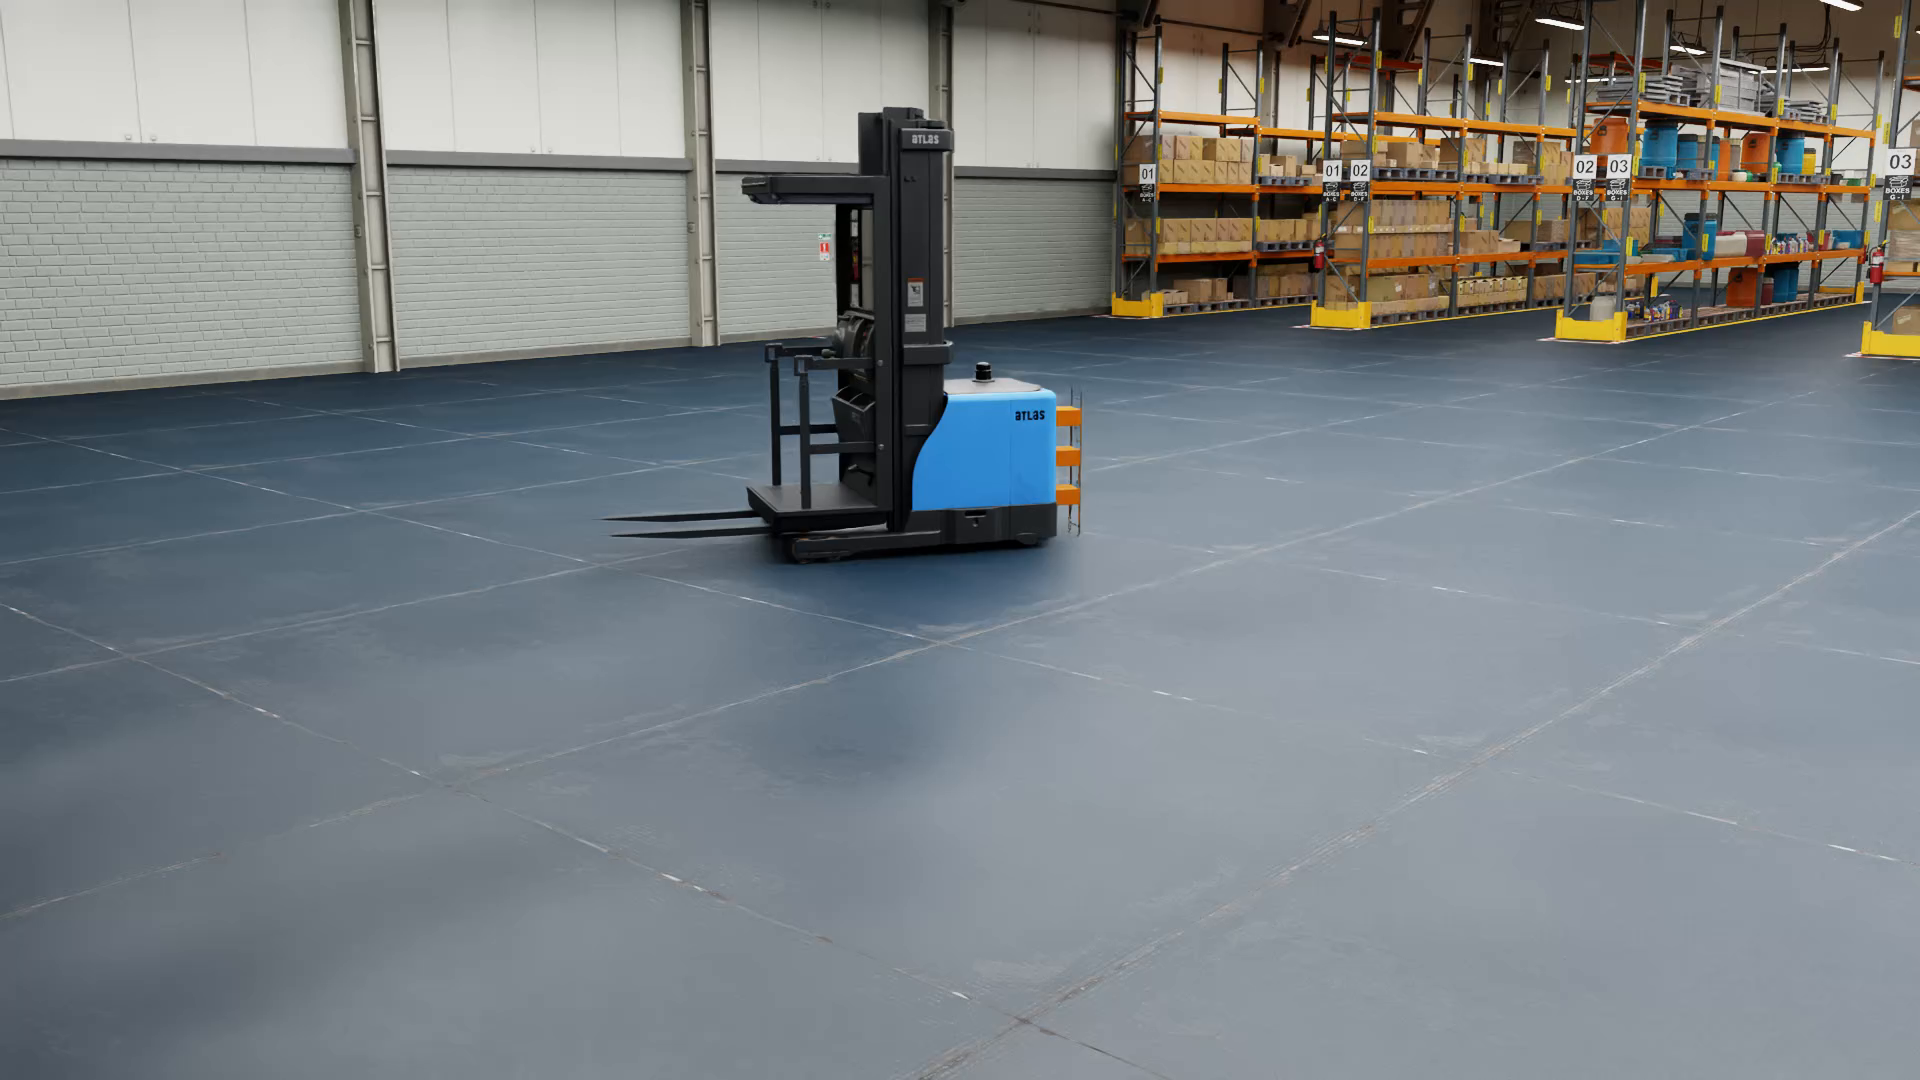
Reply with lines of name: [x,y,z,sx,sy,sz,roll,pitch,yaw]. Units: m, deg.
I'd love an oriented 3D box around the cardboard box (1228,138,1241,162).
cardboard box: [5.945,-8.742,37.305,0.500,0.500,0.500,11,16,43]

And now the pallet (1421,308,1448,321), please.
pallet: [9.595,-4.794,35.176,1.003,0.211,1.213,10,15,40]

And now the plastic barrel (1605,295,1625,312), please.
plastic barrel: [11.937,-4.210,30.412,0.421,0.512,0.421,0,11,0]

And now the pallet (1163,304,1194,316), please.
pallet: [4.401,-5.083,36.624,1.003,0.211,1.213,10,15,40]

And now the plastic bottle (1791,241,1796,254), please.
plastic bottle: [18.471,-6.501,36.918,0.152,0.276,0.135,10,15,40]

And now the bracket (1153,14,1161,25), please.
bracket: [4.141,-11.262,35.930,0.235,0.232,0.430,10,15,40]

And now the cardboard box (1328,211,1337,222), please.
cardboard box: [9.581,-8.112,41.686,0.500,0.250,0.500,10,15,42]

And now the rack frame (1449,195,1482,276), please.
rack frame: [14.349,-8.679,47.505,1.000,3.000,0.127,10,15,40]

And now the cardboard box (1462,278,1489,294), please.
cardboard box: [11.287,-5.584,36.525,0.500,0.311,0.500,9,14,38]

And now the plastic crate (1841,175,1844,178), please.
plastic crate: [21.328,-8.784,40.708,0.497,0.269,0.590,10,15,40]

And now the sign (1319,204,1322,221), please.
sign: [7.113,-6.441,32.740,0.100,0.325,0.005,10,15,40]

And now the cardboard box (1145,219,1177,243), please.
cardboard box: [4.329,-6.660,35.815,0.500,0.500,0.500,10,15,40]

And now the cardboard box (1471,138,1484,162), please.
cardboard box: [10.947,-8.417,35.931,0.500,0.500,0.500,-10,15,-42]

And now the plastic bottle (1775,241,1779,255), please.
plastic bottle: [17.619,-6.301,35.900,0.061,0.283,0.133,10,15,40]

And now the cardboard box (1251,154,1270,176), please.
cardboard box: [6.849,-8.709,38.672,0.500,0.500,0.500,-9,15,-39]

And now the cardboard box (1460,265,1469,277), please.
cardboard box: [13.962,-7.543,47.128,0.700,0.500,0.500,10,15,40]

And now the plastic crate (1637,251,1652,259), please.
plastic crate: [12.762,-5.365,31.456,0.450,0.188,0.662,10,15,40]

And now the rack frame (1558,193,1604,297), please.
rack frame: [15.432,-7.450,41.355,1.000,3.000,0.127,10,15,40]

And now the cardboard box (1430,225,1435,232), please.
cardboard box: [9.625,-6.459,34.480,0.380,0.149,0.250,10,15,40]

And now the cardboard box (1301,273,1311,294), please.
cardboard box: [8.205,-6.318,40.945,0.700,0.500,0.500,10,15,40]

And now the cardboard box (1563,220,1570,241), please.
cardboard box: [14.313,-7.437,39.962,0.700,0.500,0.500,6,13,26]

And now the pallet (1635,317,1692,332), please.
pallet: [13.395,-4.172,32.058,1.003,0.211,1.213,10,15,40]

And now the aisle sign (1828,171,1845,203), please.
aisle sign: [21.616,-8.722,41.083,0.394,0.787,0.004,10,15,40]

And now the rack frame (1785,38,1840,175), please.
rack frame: [19.151,-9.751,37.558,1.000,3.000,0.127,10,15,40]

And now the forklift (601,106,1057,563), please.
forklift: [-0.903,-1.398,11.229,3.031,2.935,1.130,-3,12,-17]

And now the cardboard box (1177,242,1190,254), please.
cardboard box: [4.680,-6.370,36.277,0.500,0.250,0.500,9,15,39]

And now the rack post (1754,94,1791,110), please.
rack post: [16.958,-9.238,35.179,0.954,0.300,0.937,10,15,40]

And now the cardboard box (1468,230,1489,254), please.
cardboard box: [11.349,-6.584,36.764,0.500,0.500,0.500,10,15,40]

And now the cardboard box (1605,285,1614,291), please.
cardboard box: [16.436,-6.439,42.402,0.380,0.166,0.250,10,15,40]

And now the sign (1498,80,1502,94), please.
sign: [12.378,-10.369,38.065,0.100,0.325,0.005,10,15,40]

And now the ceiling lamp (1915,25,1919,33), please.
ceiling lamp: [20.702,-12.129,34.560,0.800,3.185,2.000,10,15,40]

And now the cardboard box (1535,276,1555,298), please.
cardboard box: [13.649,-5.960,39.149,0.500,0.500,0.500,9,14,38]

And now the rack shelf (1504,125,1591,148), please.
rack shelf: [14.112,-9.549,39.403,1.077,0.370,4.000,10,15,40]

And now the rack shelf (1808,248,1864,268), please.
rack shelf: [20.471,-6.751,39.689,1.077,0.370,4.000,10,15,40]

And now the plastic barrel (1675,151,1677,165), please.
plastic barrel: [13.438,-7.326,31.717,0.421,0.512,0.421,0,11,0]

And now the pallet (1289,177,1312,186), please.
pallet: [7.598,-8.522,39.542,1.213,0.211,1.003,10,15,40]

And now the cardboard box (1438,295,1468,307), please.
cardboard box: [10.604,-5.158,35.827,0.500,0.250,0.500,9,15,39]

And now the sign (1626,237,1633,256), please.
sign: [11.640,-5.108,28.920,0.100,0.325,0.005,10,15,40]

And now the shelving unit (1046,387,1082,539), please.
shelving unit: [0.705,-0.548,11.774,0.252,1.050,0.215,-3,12,-17]

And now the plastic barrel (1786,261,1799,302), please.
plastic barrel: [18.779,-5.908,37.920,0.600,0.901,0.708,10,15,40]

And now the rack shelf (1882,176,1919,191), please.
rack shelf: [16.270,-5.816,27.350,1.077,0.370,4.000,10,15,40]

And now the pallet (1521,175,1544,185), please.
pallet: [12.411,-8.129,37.575,1.213,0.211,1.003,11,16,43]

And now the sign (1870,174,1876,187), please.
sign: [22.215,-8.749,40.464,0.100,0.325,0.005,10,15,40]

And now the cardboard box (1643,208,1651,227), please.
cardboard box: [17.653,-8.403,43.315,0.500,0.500,0.500,10,15,42]

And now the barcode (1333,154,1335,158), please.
barcode: [7.348,-7.547,32.699,0.001,0.075,0.075,10,15,40]

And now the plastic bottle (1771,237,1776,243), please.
plastic bottle: [18.648,-6.769,38.071,0.144,0.351,0.185,10,15,40]

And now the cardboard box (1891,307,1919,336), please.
cardboard box: [15.375,-3.473,26.753,0.500,0.500,0.500,-9,14,-37]

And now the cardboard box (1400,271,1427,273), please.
cardboard box: [9.610,-5.471,35.477,0.500,0.500,0.500,10,15,40]

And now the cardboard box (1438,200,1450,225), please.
cardboard box: [9.863,-6.892,34.994,0.700,0.500,0.500,10,15,41]

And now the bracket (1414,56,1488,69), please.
bracket: [13.763,-13.406,46.668,0.076,0.066,4.783,10,15,40]

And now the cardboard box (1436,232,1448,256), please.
cardboard box: [9.863,-6.256,35.121,0.700,0.500,0.500,9,15,39]

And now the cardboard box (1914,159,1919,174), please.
cardboard box: [15.077,-5.905,26.340,0.500,0.250,0.500,10,15,42]

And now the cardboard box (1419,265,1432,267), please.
cardboard box: [12.643,-7.512,45.317,0.380,0.149,0.250,10,15,42]

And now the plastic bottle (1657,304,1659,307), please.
plastic bottle: [13.227,-4.318,31.483,0.061,0.283,0.133,10,15,40]

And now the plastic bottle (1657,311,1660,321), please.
plastic bottle: [13.018,-4.194,31.070,0.097,0.201,0.097,0,11,0]

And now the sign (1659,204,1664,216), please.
sign: [18.477,-8.687,43.783,0.100,0.325,0.005,10,15,40]

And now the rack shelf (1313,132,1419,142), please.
rack shelf: [10.389,-10.189,42.607,1.077,0.370,4.000,10,15,40]
